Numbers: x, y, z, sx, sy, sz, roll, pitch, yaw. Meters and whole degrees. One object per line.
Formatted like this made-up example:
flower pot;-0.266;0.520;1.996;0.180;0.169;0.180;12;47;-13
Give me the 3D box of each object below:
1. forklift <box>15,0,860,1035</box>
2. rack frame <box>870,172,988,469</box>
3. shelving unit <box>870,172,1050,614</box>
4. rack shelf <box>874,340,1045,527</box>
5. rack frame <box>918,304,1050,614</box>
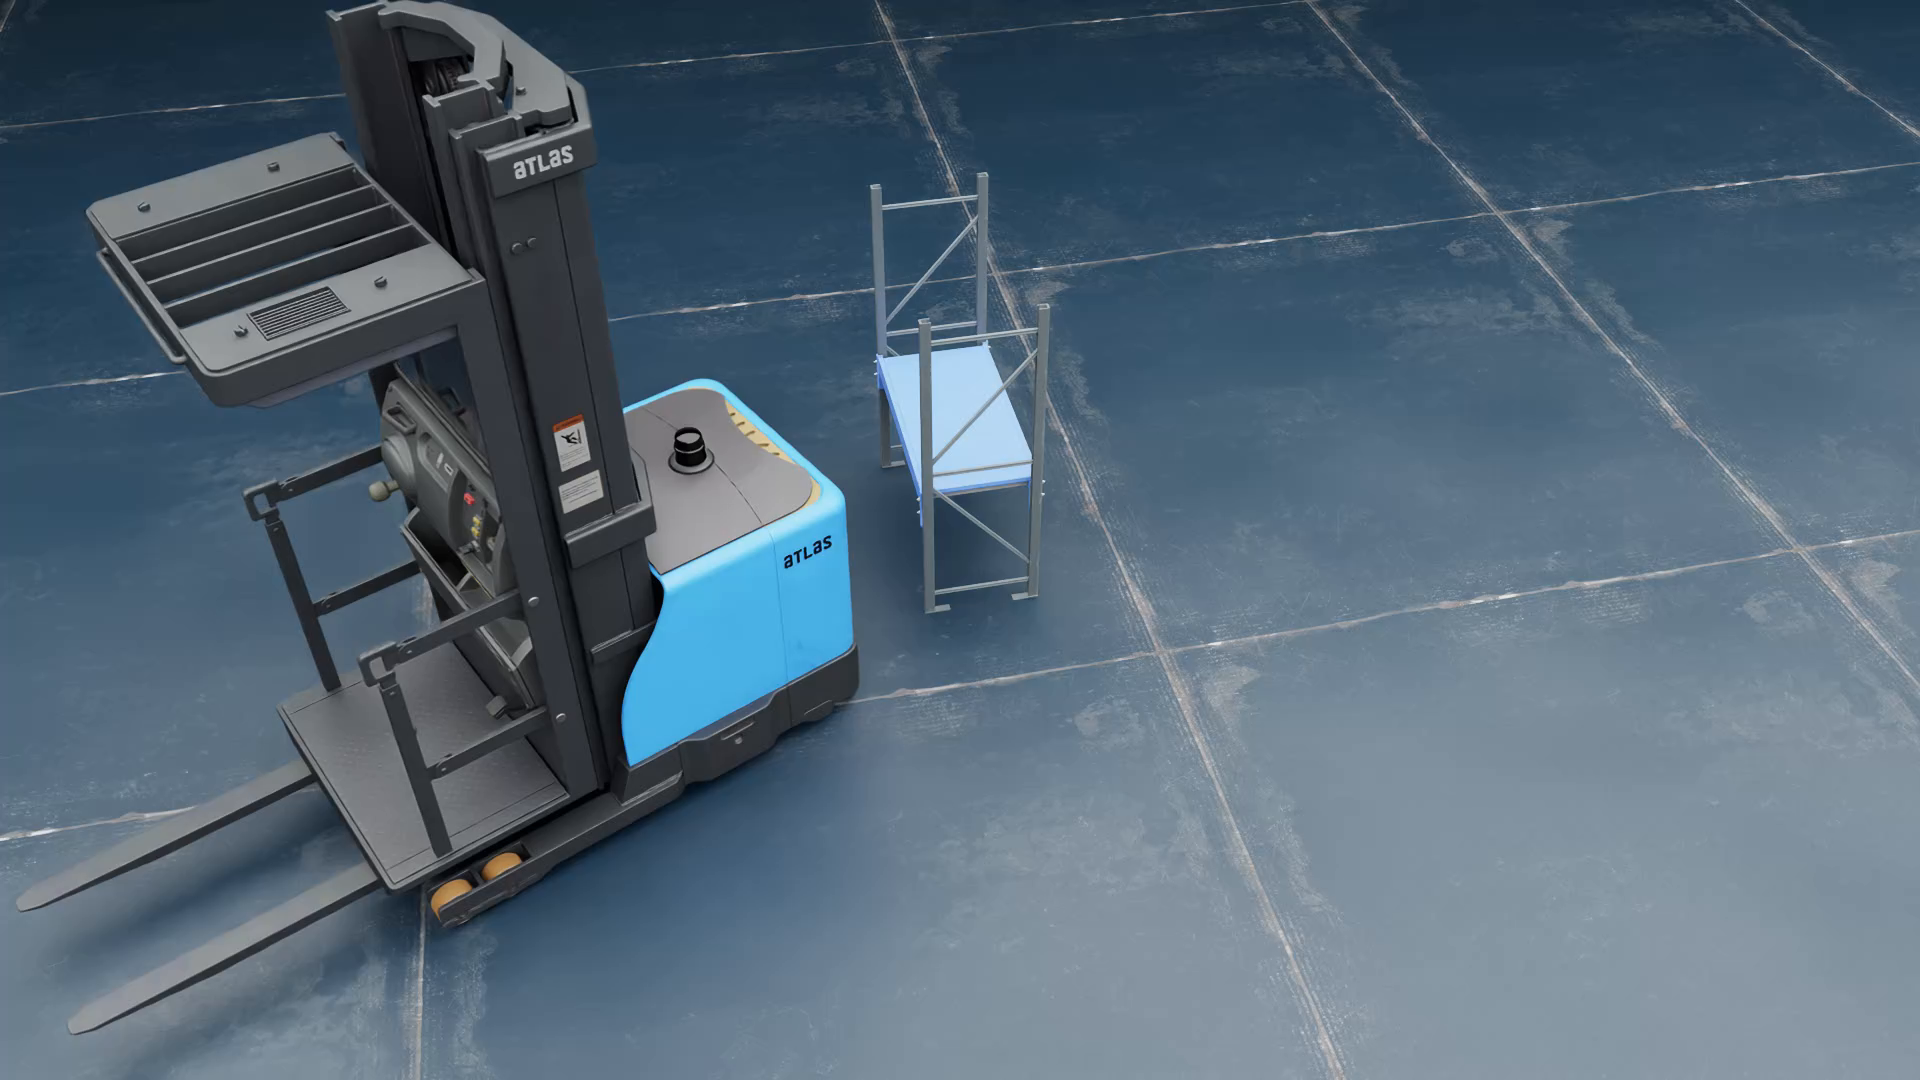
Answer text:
forklift;-1.886;-0.114;5.452;3.031;2.935;1.130;-27;48;-27
rack frame;-0.128;-0.946;7.467;0.500;1.500;0.032;-8;42;-9
shelving unit;-0.018;-0.616;7.096;0.538;1.500;1.048;-8;42;-9
rack shelf;-0.018;-0.482;7.216;0.538;0.185;1.000;-8;42;-9
rack frame;0.091;-0.287;6.725;0.500;1.500;0.032;-8;42;-9
